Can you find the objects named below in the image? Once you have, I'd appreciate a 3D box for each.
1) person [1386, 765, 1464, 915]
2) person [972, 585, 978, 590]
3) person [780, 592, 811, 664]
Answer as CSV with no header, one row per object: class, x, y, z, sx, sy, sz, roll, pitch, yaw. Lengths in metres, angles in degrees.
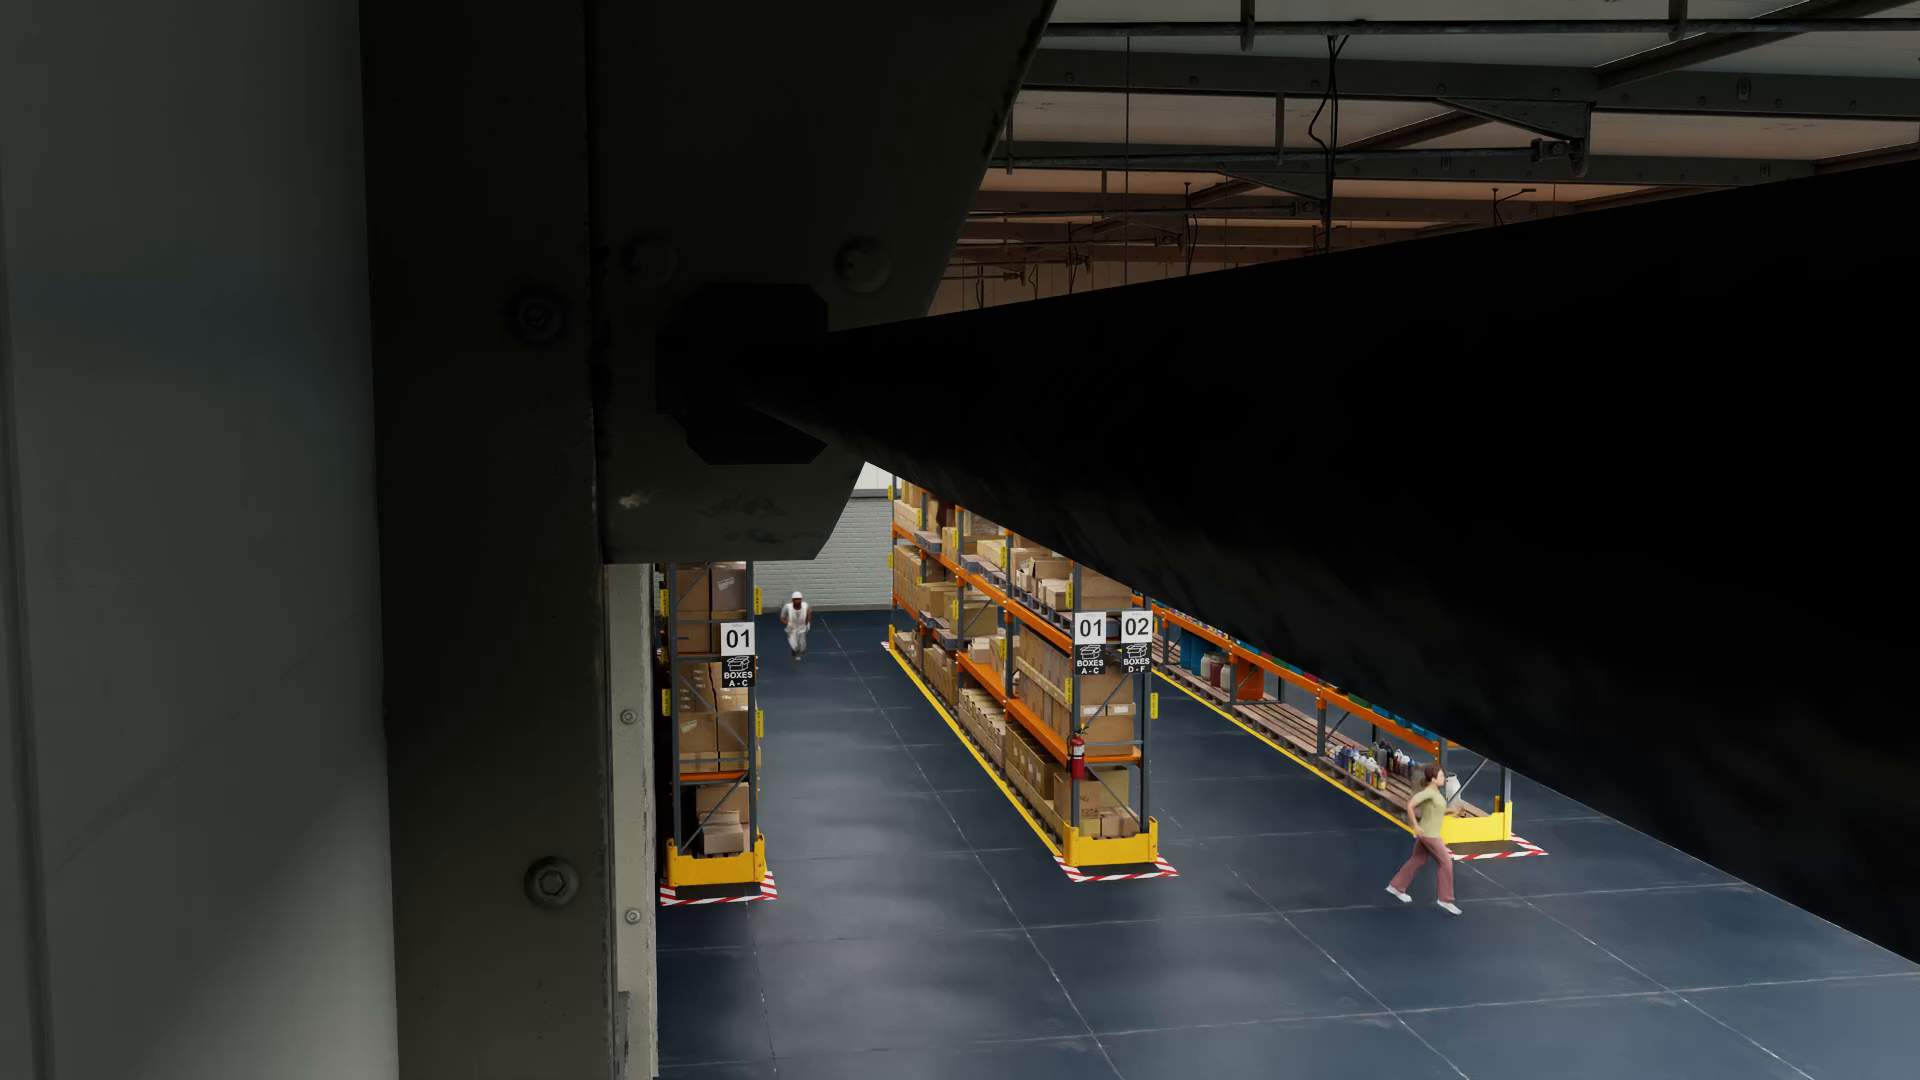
person,5.360,3.423,19.132,0.854,1.713,0.549,2,6,16
person,0.205,1.435,37.749,0.657,1.644,0.501,-3,7,-28
person,-3.287,1.784,33.439,0.673,1.540,0.695,-2,6,-14
